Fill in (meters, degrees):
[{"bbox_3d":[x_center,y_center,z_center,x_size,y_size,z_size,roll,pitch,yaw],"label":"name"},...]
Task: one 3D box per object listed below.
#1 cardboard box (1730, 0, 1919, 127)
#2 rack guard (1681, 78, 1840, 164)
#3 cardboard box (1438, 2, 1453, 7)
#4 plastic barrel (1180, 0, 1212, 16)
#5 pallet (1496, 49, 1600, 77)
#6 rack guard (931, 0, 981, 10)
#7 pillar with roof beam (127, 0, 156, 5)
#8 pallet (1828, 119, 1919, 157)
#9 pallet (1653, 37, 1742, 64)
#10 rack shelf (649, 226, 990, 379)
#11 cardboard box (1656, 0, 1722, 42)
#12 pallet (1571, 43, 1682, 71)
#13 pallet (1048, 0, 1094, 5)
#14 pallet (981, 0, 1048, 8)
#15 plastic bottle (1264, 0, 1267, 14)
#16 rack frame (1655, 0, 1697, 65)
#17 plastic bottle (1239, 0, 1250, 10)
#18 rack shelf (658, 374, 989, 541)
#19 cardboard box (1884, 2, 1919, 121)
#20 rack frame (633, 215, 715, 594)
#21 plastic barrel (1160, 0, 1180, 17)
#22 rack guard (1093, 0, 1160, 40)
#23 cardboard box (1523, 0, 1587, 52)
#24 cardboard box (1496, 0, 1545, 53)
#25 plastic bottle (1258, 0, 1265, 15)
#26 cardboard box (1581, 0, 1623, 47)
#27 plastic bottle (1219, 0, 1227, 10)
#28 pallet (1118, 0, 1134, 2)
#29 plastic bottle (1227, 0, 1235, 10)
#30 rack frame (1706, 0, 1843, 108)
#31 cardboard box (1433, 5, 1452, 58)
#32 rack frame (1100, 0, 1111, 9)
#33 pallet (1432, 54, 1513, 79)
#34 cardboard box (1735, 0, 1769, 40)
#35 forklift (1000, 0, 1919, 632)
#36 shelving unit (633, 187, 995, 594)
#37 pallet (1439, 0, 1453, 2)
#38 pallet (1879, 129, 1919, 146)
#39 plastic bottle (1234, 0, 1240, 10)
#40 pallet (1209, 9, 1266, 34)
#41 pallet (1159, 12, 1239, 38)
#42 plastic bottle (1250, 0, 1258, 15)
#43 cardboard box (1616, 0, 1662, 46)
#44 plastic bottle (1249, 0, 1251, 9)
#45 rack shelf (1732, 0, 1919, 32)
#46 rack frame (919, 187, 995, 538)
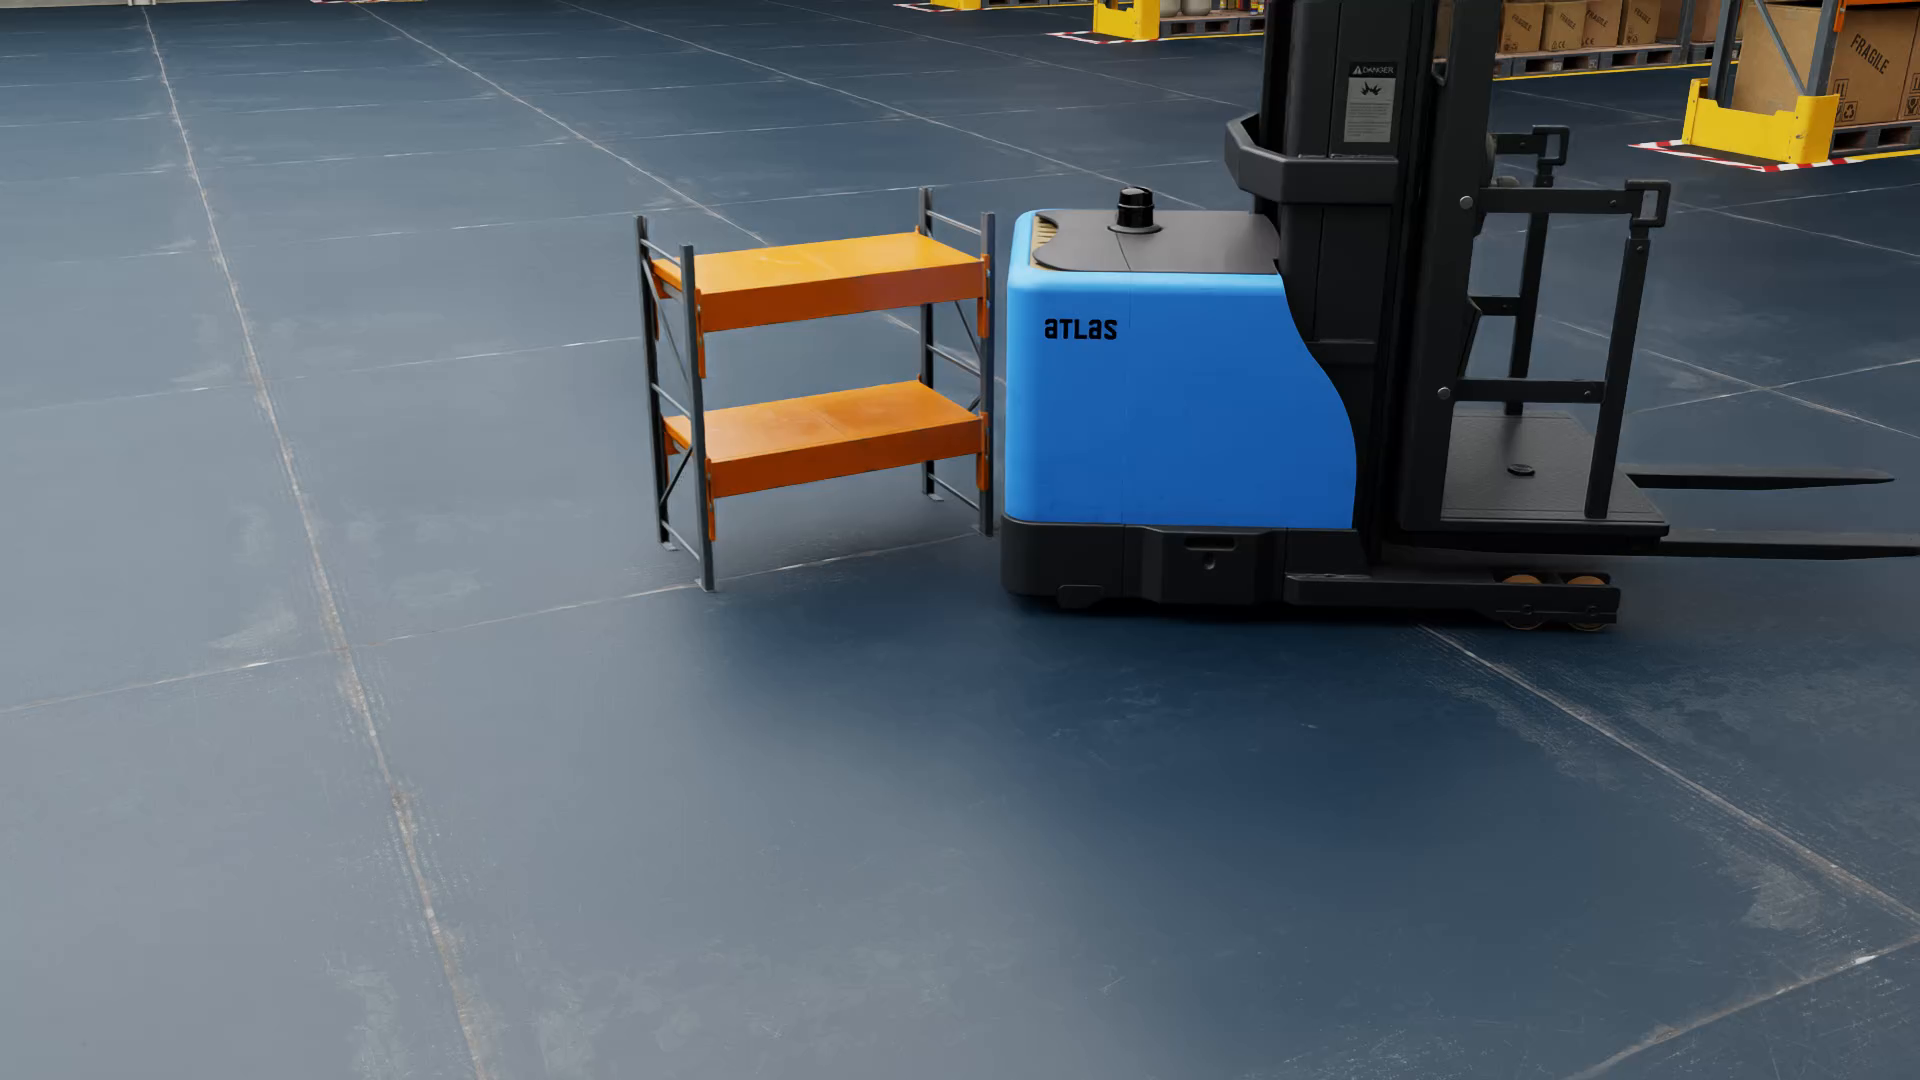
[{"bbox_3d":[6.887,-3.819,13.283,0.875,0.875,0.875,-10,25,-23],"label":"cardboard box"},{"bbox_3d":[6.283,-3.313,13.099,0.348,0.500,1.175,-10,25,-24],"label":"rack guard"},{"bbox_3d":[5.338,-5.445,17.702,0.500,0.500,0.500,-4,23,-10],"label":"cardboard box"},{"bbox_3d":[3.108,-7.168,21.848,0.421,0.512,0.421,0,22,0],"label":"plastic barrel"},{"bbox_3d":[6.158,-5.245,18.145,1.213,0.211,1.003,-10,25,-24],"label":"pallet"},{"bbox_3d":[-0.070,-8.453,25.518,0.348,0.500,1.175,-10,25,-24],"label":"rack guard"},{"bbox_3d":[-10.890,-11.031,20.632,0.400,9.000,9.100,-10,25,-24],"label":"pillar with roof beam"},{"bbox_3d":[6.991,-3.343,13.549,1.213,0.211,1.003,-10,25,-24],"label":"pallet"},{"bbox_3d":[8.549,-5.702,19.250,1.213,0.211,1.003,-10,25,-24],"label":"pallet"},{"bbox_3d":[-0.465,-0.795,5.434,1.000,0.278,0.538,-11,25,-25],"label":"rack shelf"},{"bbox_3d":[8.411,-6.004,19.025,0.500,0.500,0.700,-13,26,-28],"label":"cardboard box"},{"bbox_3d":[7.259,-5.449,18.638,1.213,0.211,1.003,-10,25,-24],"label":"pallet"},{"bbox_3d":[1.720,-8.666,26.409,1.213,0.211,1.003,-10,25,-24],"label":"pallet"},{"bbox_3d":[0.622,-8.465,25.924,1.213,0.211,1.003,-10,25,-24],"label":"pallet"},{"bbox_3d":[4.077,-7.077,21.902,0.133,0.283,0.061,-10,25,-23],"label":"plastic bottle"},{"bbox_3d":[7.849,-6.861,18.403,0.127,3.000,1.000,-10,25,-24],"label":"rack frame"},{"bbox_3d":[3.847,-7.304,22.450,0.133,0.283,0.061,-10,25,-24],"label":"plastic bottle"},{"bbox_3d":[-0.465,-0.298,5.639,1.000,0.278,0.538,-11,25,-25],"label":"rack shelf"},{"bbox_3d":[7.679,-3.966,13.637,0.875,0.875,0.875,-11,25,-24],"label":"cardboard box"},{"bbox_3d":[-0.916,-0.435,5.330,0.032,1.125,0.500,-11,25,-25],"label":"rack frame"},{"bbox_3d":[2.656,-7.085,21.647,0.421,0.512,0.421,0,22,0],"label":"plastic barrel"},{"bbox_3d":[2.144,-6.778,21.472,0.348,0.500,1.175,-10,25,-24],"label":"rack guard"},{"bbox_3d":[6.433,-5.620,18.124,0.500,0.500,0.500,-13,26,-28],"label":"cardboard box"},{"bbox_3d":[5.910,-5.543,17.937,0.500,0.500,0.500,-8,24,-19],"label":"cardboard box"},{"bbox_3d":[3.958,-7.025,21.883,0.097,0.201,0.097,0,22,0],"label":"plastic bottle"},{"bbox_3d":[6.958,-5.750,18.438,0.500,0.500,0.500,-3,23,-7],"label":"cardboard box"},{"bbox_3d":[3.561,-7.271,22.476,0.097,0.201,0.097,0,22,0],"label":"plastic bottle"},{"bbox_3d":[2.821,-8.870,26.902,1.213,0.211,1.003,-10,25,-24],"label":"pallet"},{"bbox_3d":[3.658,-7.334,22.522,0.133,0.283,0.061,-10,24,-22],"label":"plastic bottle"},{"bbox_3d":[6.304,-4.471,12.630,0.127,3.000,1.000,-10,25,-24],"label":"rack frame"},{"bbox_3d":[4.814,-5.334,17.434,0.500,0.500,0.500,-6,23,-14],"label":"cardboard box"},{"bbox_3d":[2.096,-7.904,20.924,0.127,3.000,1.000,-10,25,-24],"label":"rack frame"},{"bbox_3d":[5.060,-5.044,17.660,1.213,0.211,1.003,-10,25,-24],"label":"pallet"},{"bbox_3d":[8.849,-6.076,19.201,0.500,0.500,0.700,-11,25,-24],"label":"cardboard box"},{"bbox_3d":[1.663,-1.284,5.021,3.031,2.935,1.130,1,23,3],"label":"forklift"},{"bbox_3d":[-0.465,-0.524,5.546,1.048,1.125,0.538,-11,25,-25],"label":"shelving unit"},{"bbox_3d":[7.492,-7.627,23.900,1.213,0.211,1.003,-10,25,-24],"label":"pallet"},{"bbox_3d":[8.089,-3.543,14.034,1.213,0.211,1.003,-10,25,-24],"label":"pallet"},{"bbox_3d":[3.800,-7.337,22.540,0.135,0.276,0.152,-10,25,-23],"label":"plastic bottle"},{"bbox_3d":[3.976,-6.979,22.333,1.213,0.211,1.003,-10,25,-24],"label":"pallet"},{"bbox_3d":[2.879,-6.778,21.848,1.213,0.211,1.003,-10,25,-24],"label":"pallet"},{"bbox_3d":[3.865,-7.041,21.829,0.097,0.271,0.097,0,22,0],"label":"plastic bottle"},{"bbox_3d":[7.471,-5.848,18.674,0.500,0.500,0.500,-11,25,-25],"label":"cardboard box"},{"bbox_3d":[3.925,-7.360,22.595,0.135,0.276,0.152,-11,25,-25],"label":"plastic bottle"},{"bbox_3d":[8.107,-4.471,13.569,4.000,0.370,1.077,-10,25,-24],"label":"rack shelf"},{"bbox_3d":[-0.014,-0.614,5.762,0.032,1.125,0.500,-11,25,-25],"label":"rack frame"}]
